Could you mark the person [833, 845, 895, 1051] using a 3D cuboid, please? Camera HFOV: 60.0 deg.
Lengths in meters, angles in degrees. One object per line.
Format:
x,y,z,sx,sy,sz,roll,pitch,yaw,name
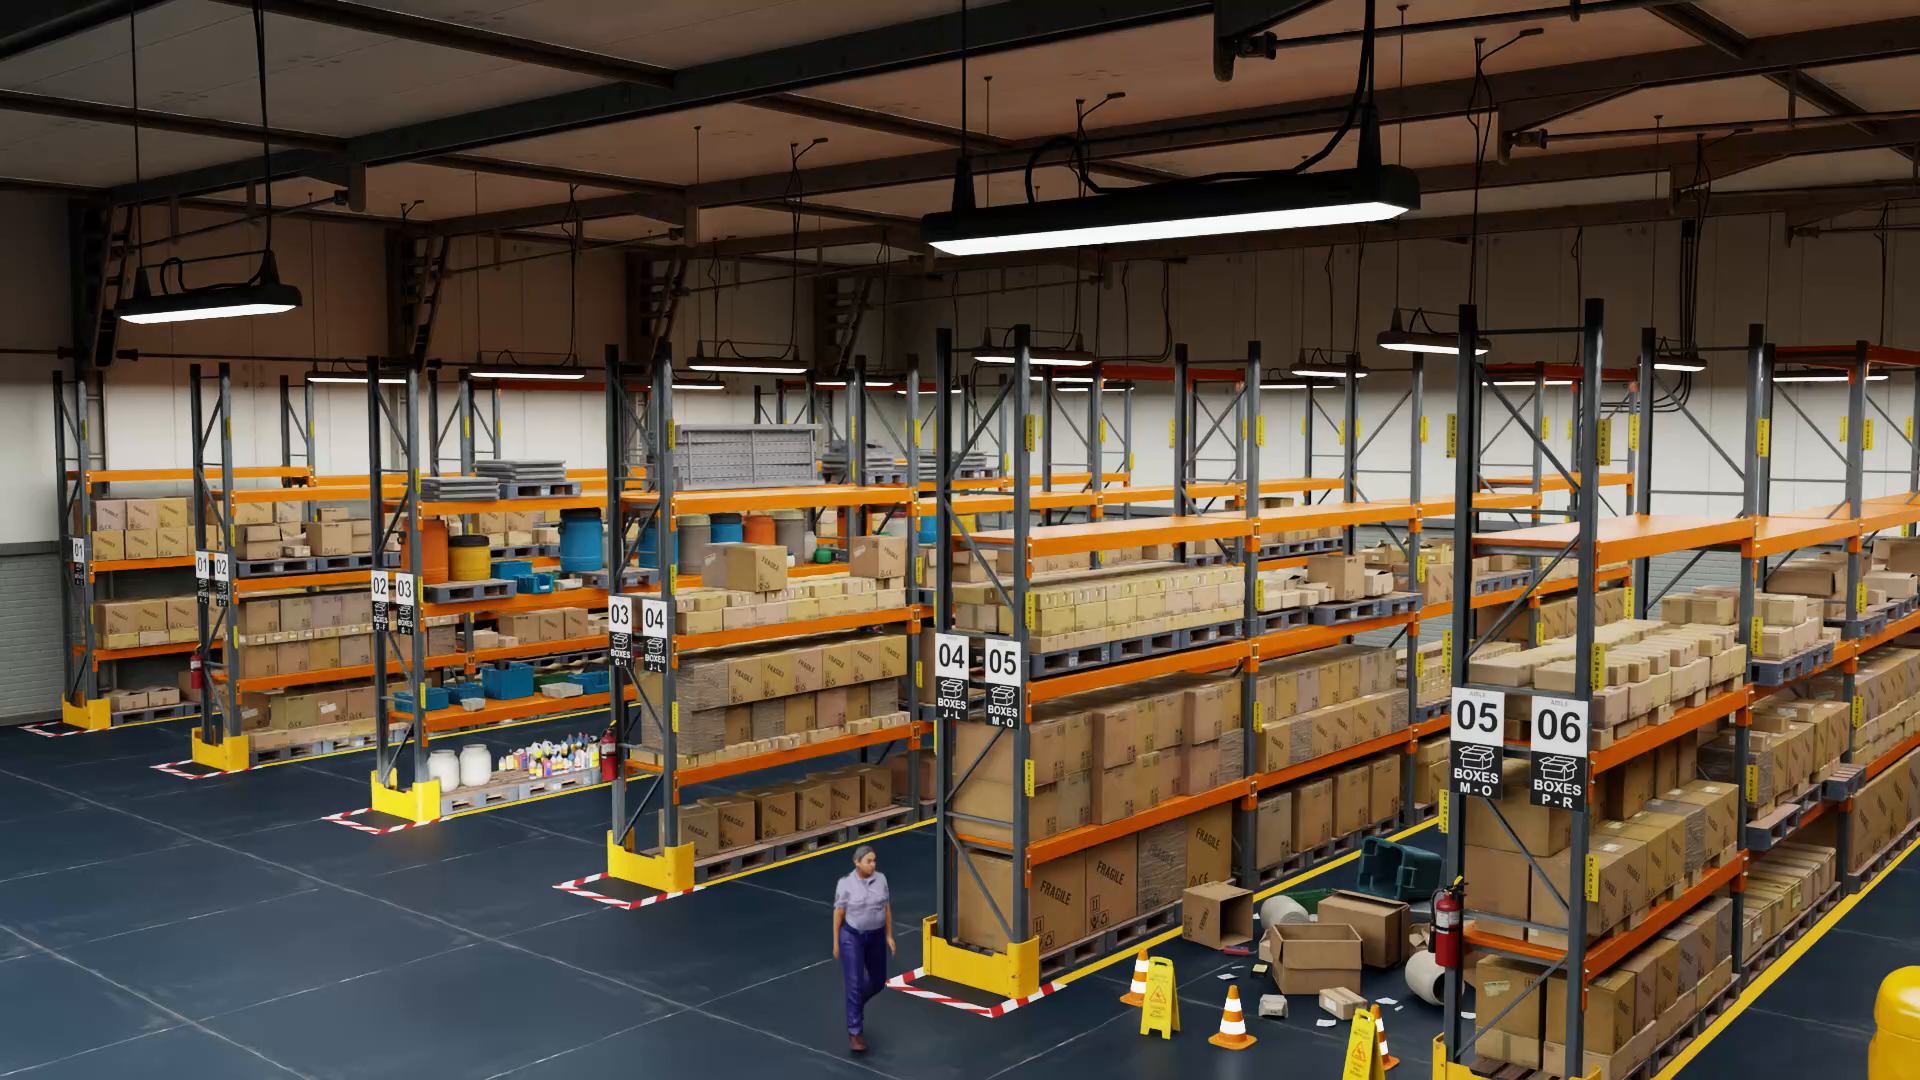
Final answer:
-0.827,3.343,13.938,0.503,1.629,0.751,-2,5,-31,person
